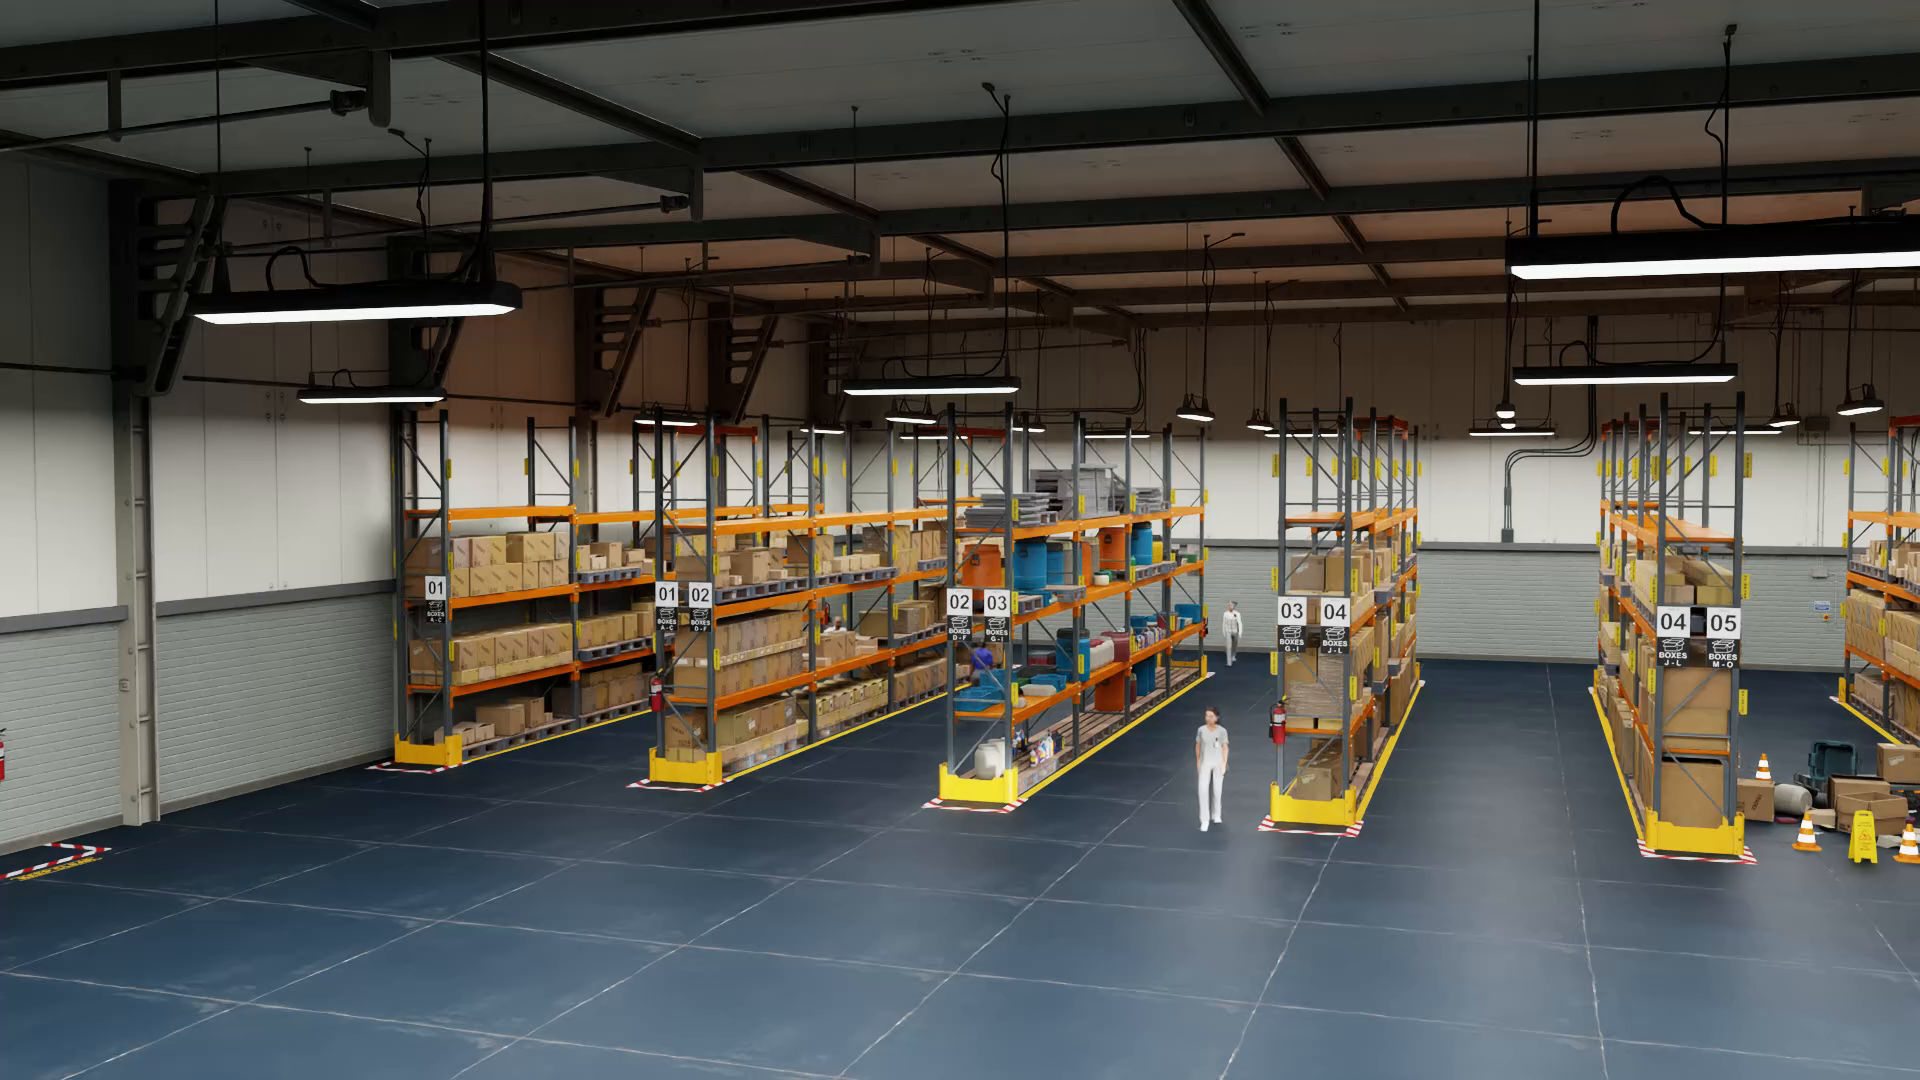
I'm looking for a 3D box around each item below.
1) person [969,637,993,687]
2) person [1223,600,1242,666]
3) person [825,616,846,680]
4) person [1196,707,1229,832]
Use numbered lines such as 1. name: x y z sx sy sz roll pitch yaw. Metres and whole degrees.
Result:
1. person: 0.422 2.785 33.080 0.464 1.697 0.612 0 2 9
2. person: 6.932 2.346 42.285 0.467 1.638 0.975 0 2 3
3. person: -2.743 2.574 36.621 0.667 1.789 0.848 0 2 -2
4. person: 3.519 3.191 23.248 0.464 1.695 0.740 1 3 12
